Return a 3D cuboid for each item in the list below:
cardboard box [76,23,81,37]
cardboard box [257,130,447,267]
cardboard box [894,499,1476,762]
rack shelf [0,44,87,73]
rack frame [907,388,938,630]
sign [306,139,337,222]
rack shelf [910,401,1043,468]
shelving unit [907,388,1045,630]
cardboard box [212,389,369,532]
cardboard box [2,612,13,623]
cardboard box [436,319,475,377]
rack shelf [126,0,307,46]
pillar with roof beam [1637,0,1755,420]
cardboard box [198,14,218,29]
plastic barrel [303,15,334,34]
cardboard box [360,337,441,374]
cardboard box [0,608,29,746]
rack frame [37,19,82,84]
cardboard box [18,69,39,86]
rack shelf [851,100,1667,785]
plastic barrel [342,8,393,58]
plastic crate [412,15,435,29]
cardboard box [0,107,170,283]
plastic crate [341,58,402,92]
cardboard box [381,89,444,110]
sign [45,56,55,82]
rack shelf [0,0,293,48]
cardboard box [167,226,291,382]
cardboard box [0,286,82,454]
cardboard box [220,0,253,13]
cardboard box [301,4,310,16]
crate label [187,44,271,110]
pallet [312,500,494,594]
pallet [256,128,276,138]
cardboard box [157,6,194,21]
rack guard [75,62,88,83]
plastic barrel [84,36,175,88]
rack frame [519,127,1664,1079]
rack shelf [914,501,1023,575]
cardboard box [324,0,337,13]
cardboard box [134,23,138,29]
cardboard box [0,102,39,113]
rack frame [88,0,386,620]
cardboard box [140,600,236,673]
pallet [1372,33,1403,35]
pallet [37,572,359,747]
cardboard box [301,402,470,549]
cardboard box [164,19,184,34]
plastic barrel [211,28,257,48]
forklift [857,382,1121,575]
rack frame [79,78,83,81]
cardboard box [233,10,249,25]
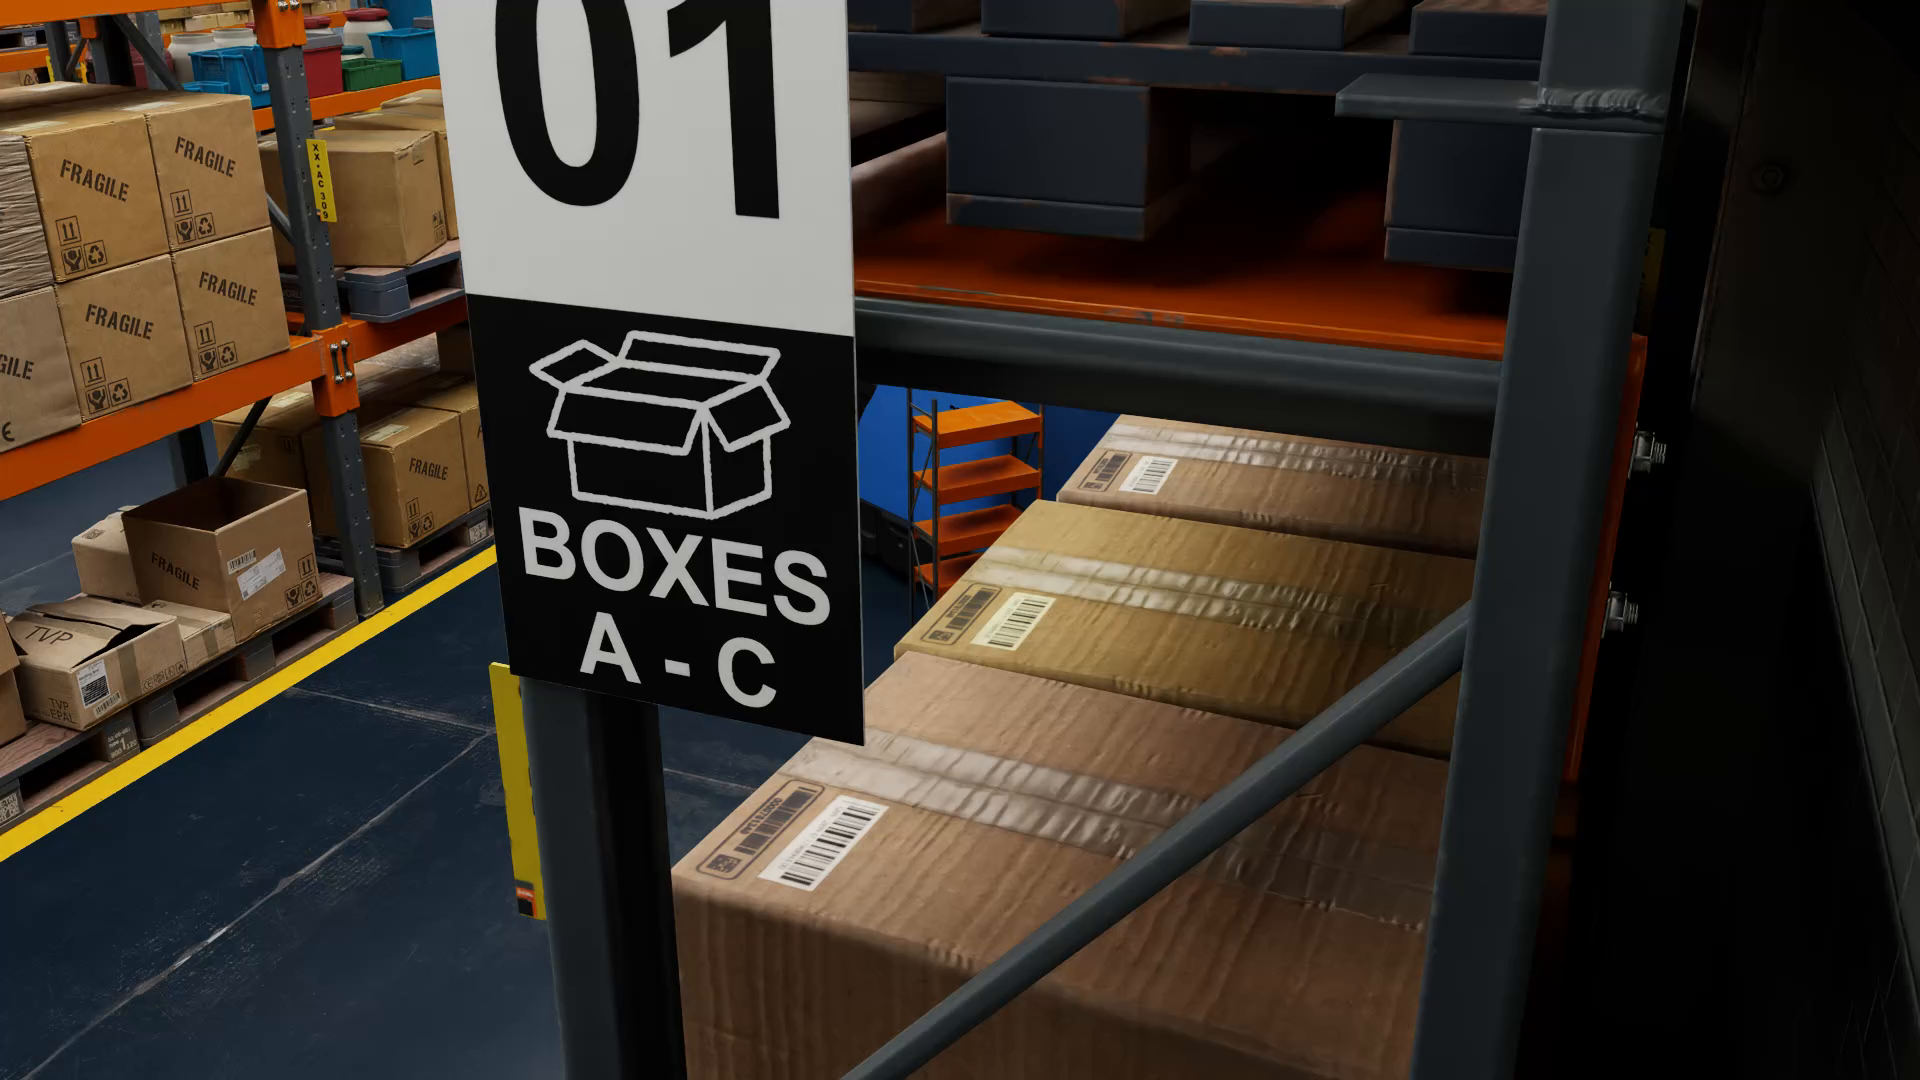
[{"bbox_3d":[-9.499,-5.408,17.631,0.380,0.149,0.250,9,24,20],"label":"cardboard box"},{"bbox_3d":[-2.697,-1.500,7.274,0.700,0.500,0.500,1,23,2],"label":"cardboard box"},{"bbox_3d":[0.474,0.433,2.934,0.980,0.700,0.700,9,24,20],"label":"cardboard box"},{"bbox_3d":[-10.048,-4.357,15.723,1.077,0.370,4.000,9,24,20],"label":"rack shelf"},{"bbox_3d":[-0.151,-0.031,6.767,0.015,1.200,0.240,-12,25,-26],"label":"rack frame"},{"bbox_3d":[-2.574,-1.447,6.699,0.100,0.325,0.005,9,24,20],"label":"sign"},{"bbox_3d":[0.065,-0.438,6.722,0.480,0.148,0.258,-12,25,-26],"label":"rack shelf"},{"bbox_3d":[0.065,-0.075,6.873,0.503,1.200,0.258,-12,25,-26],"label":"shelving unit"},{"bbox_3d":[-3.164,-0.390,7.963,0.500,0.500,0.500,9,24,20],"label":"cardboard box"},{"bbox_3d":[-3.750,0.412,6.477,0.380,0.166,0.250,9,24,20],"label":"cardboard box"},{"bbox_3d":[-2.304,-1.014,8.485,0.500,0.250,0.500,9,24,20],"label":"cardboard box"},{"bbox_3d":[-2.338,-2.890,8.319,1.077,0.370,4.000,9,24,20],"label":"rack shelf"},{"bbox_3d":[0.294,-5.572,9.914,9.100,9.000,0.400,9,24,20],"label":"pillar with roof beam"},{"bbox_3d":[-8.505,-5.774,18.507,0.380,0.149,0.250,9,24,20],"label":"cardboard box"},{"bbox_3d":[-5.538,-4.185,14.201,0.433,0.535,0.433,0,23,0],"label":"plastic barrel"},{"bbox_3d":[-2.786,-0.745,8.813,0.500,0.500,0.500,9,24,21],"label":"cardboard box"},{"bbox_3d":[-3.774,0.500,5.830,0.797,0.503,0.637,9,24,20],"label":"cardboard box"},{"bbox_3d":[-9.306,-5.405,17.298,1.000,3.000,0.127,9,24,20],"label":"rack frame"},{"bbox_3d":[-12.578,-6.544,22.236,0.875,0.875,0.875,9,24,20],"label":"cardboard box"},{"bbox_3d":[0.777,-0.751,3.198,1.077,0.370,4.000,9,24,20],"label":"rack shelf"},{"bbox_3d":[-5.266,-4.447,14.829,0.433,0.535,0.433,0,23,0],"label":"plastic barrel"},{"bbox_3d":[-4.603,-4.508,15.068,0.402,0.464,0.583,9,24,20],"label":"plastic crate"},{"bbox_3d":[-3.216,-1.228,5.872,0.500,0.500,0.500,8,24,19],"label":"cardboard box"},{"bbox_3d":[-5.092,-3.934,14.052,0.450,0.188,0.662,9,24,20],"label":"plastic crate"},{"bbox_3d":[-2.482,-2.003,8.480,0.700,0.500,0.500,3,23,7],"label":"cardboard box"},{"bbox_3d":[-6.706,-3.416,12.324,0.100,0.325,0.005,9,24,20],"label":"sign"},{"bbox_3d":[-3.824,-1.459,4.892,1.077,0.370,4.000,9,24,20],"label":"rack shelf"},{"bbox_3d":[-3.028,-0.953,6.510,0.500,0.500,0.500,9,24,21],"label":"cardboard box"},{"bbox_3d":[-3.407,-0.584,5.627,0.500,0.500,0.500,9,24,21],"label":"cardboard box"},{"bbox_3d":[-8.546,-6.281,18.879,0.875,0.500,0.500,9,24,20],"label":"cardboard box"},{"bbox_3d":[-7.980,-6.315,19.803,0.380,0.149,0.250,9,24,20],"label":"cardboard box"},{"bbox_3d":[-5.573,-3.597,12.925,0.502,0.435,0.616,9,24,20],"label":"crate label"},{"bbox_3d":[-2.814,-0.132,8.293,1.003,0.211,1.213,9,24,20],"label":"pallet"},{"bbox_3d":[-8.637,-4.802,19.472,1.003,0.211,1.213,9,24,20],"label":"pallet"},{"bbox_3d":[-8.863,-5.914,18.002,0.875,0.500,0.500,9,24,20],"label":"cardboard box"},{"bbox_3d":[-12.378,-6.438,23.014,1.175,0.500,0.348,9,24,20],"label":"rack guard"},{"bbox_3d":[-6.302,-3.537,12.648,0.600,0.536,0.708,9,24,20],"label":"plastic barrel"},{"bbox_3d":[0.034,1.017,1.924,1.000,3.000,0.127,9,24,20],"label":"rack frame"},{"bbox_3d":[0.065,-0.013,6.899,0.480,0.148,0.258,-12,25,-26],"label":"rack shelf"},{"bbox_3d":[-7.827,-6.499,20.244,0.380,0.149,0.250,9,24,20],"label":"cardboard box"},{"bbox_3d":[-8.841,-5.410,17.637,0.380,0.149,0.250,9,24,20],"label":"cardboard box"},{"bbox_3d":[-3.708,-1.317,6.084,0.500,0.500,0.500,8,24,18],"label":"cardboard box"},{"bbox_3d":[-3.081,-1.122,7.045,1.000,3.000,0.127,9,24,20],"label":"rack frame"},{"bbox_3d":[-3.113,0.377,6.583,0.380,0.149,0.250,9,24,20],"label":"cardboard box"},{"bbox_3d":[0.751,-1.031,3.051,1.003,0.211,1.213,9,24,20],"label":"pallet"},{"bbox_3d":[-3.337,0.410,6.995,1.003,0.211,1.213,9,24,20],"label":"pallet"},{"bbox_3d":[-2.675,-0.310,7.773,0.500,0.500,0.500,8,24,18],"label":"cardboard box"},{"bbox_3d":[-8.690,-5.595,18.078,0.380,0.149,0.250,9,24,20],"label":"cardboard box"},{"bbox_3d":[-5.853,-3.865,13.467,0.421,0.512,0.421,0,23,0],"label":"plastic barrel"},{"bbox_3d":[-0.396,-1.538,8.130,1.130,2.935,3.031,-18,28,-36],"label":"forklift"},{"bbox_3d":[-12.387,-7.583,22.511,1.000,3.000,0.127,9,24,20],"label":"rack frame"},{"bbox_3d":[-8.351,-5.957,18.947,0.380,0.149,0.250,9,24,20],"label":"cardboard box"}]
